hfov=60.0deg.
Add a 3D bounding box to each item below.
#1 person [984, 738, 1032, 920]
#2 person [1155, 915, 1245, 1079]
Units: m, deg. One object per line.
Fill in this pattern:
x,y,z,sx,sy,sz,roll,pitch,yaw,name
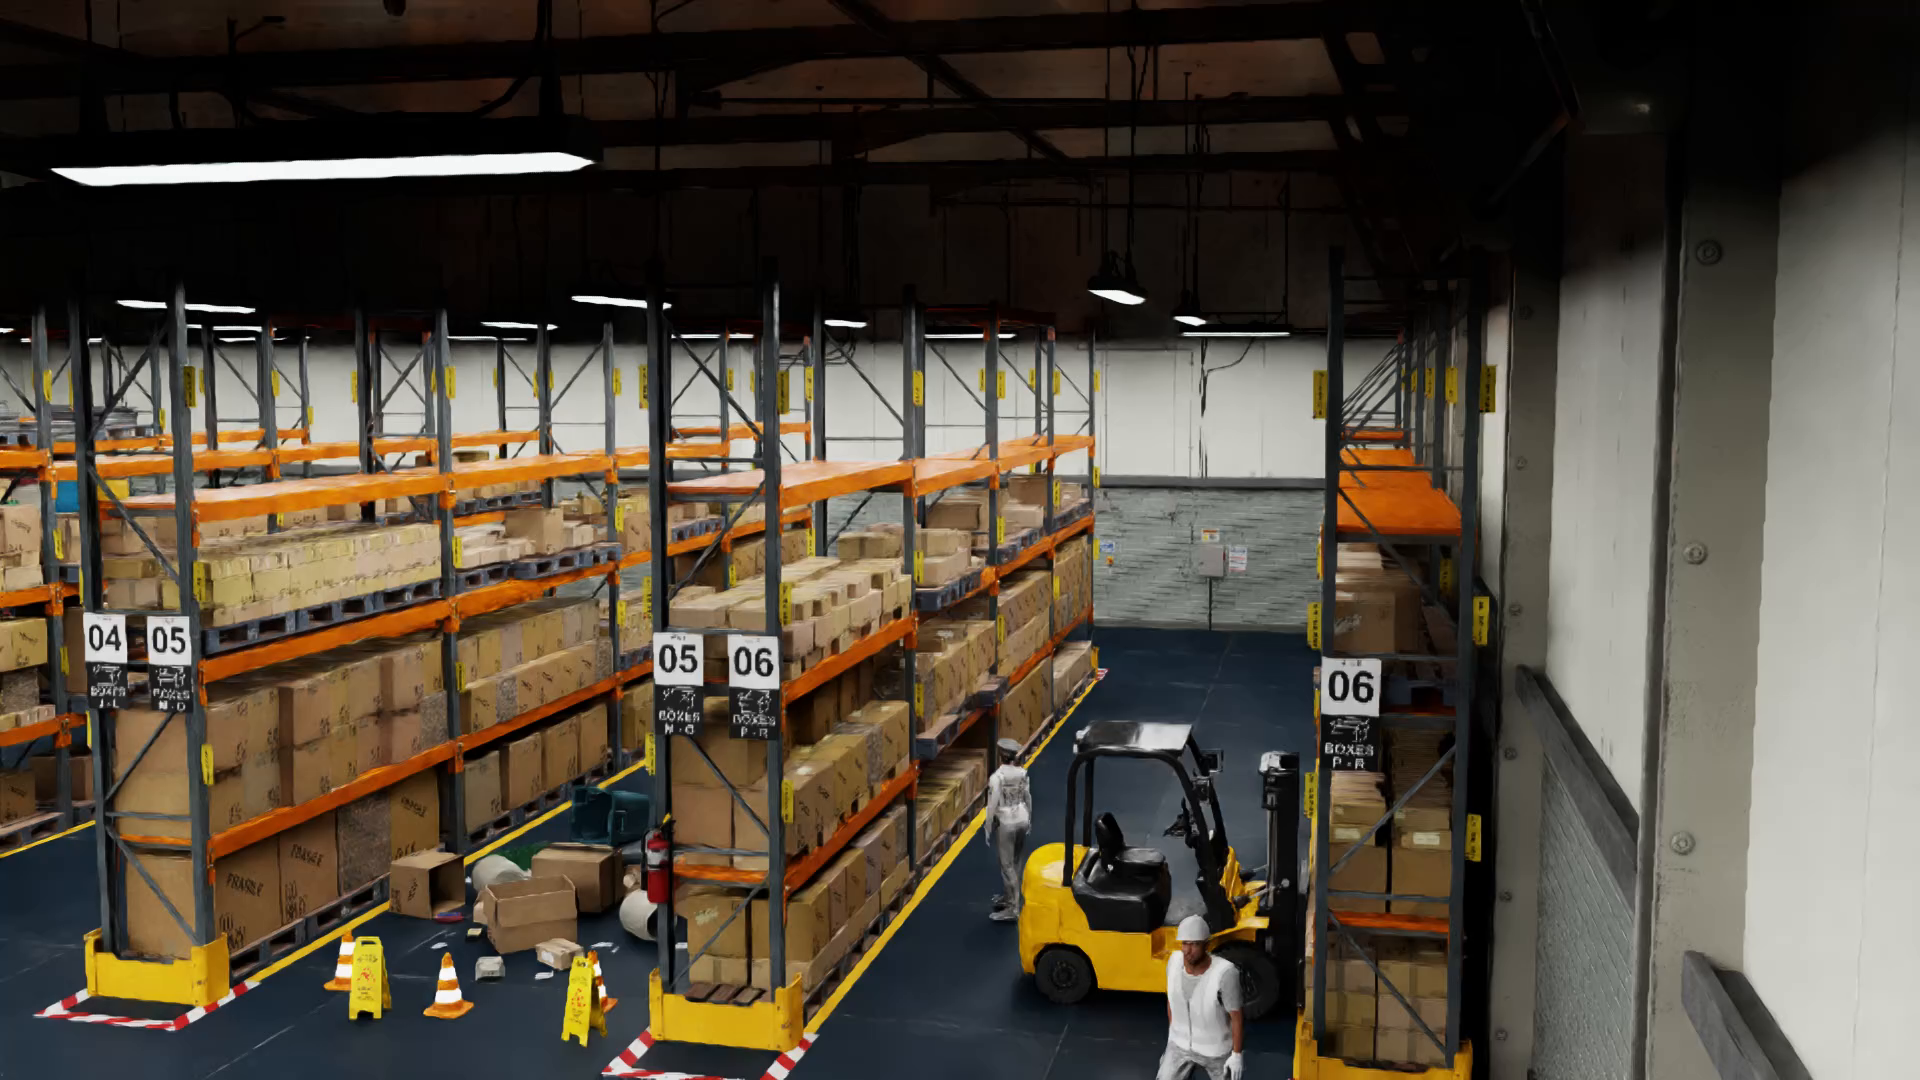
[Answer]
0.443,2.722,15.853,0.569,1.667,0.532,-6,8,-44,person
1.569,3.233,10.709,0.605,1.731,0.983,4,7,33,person
